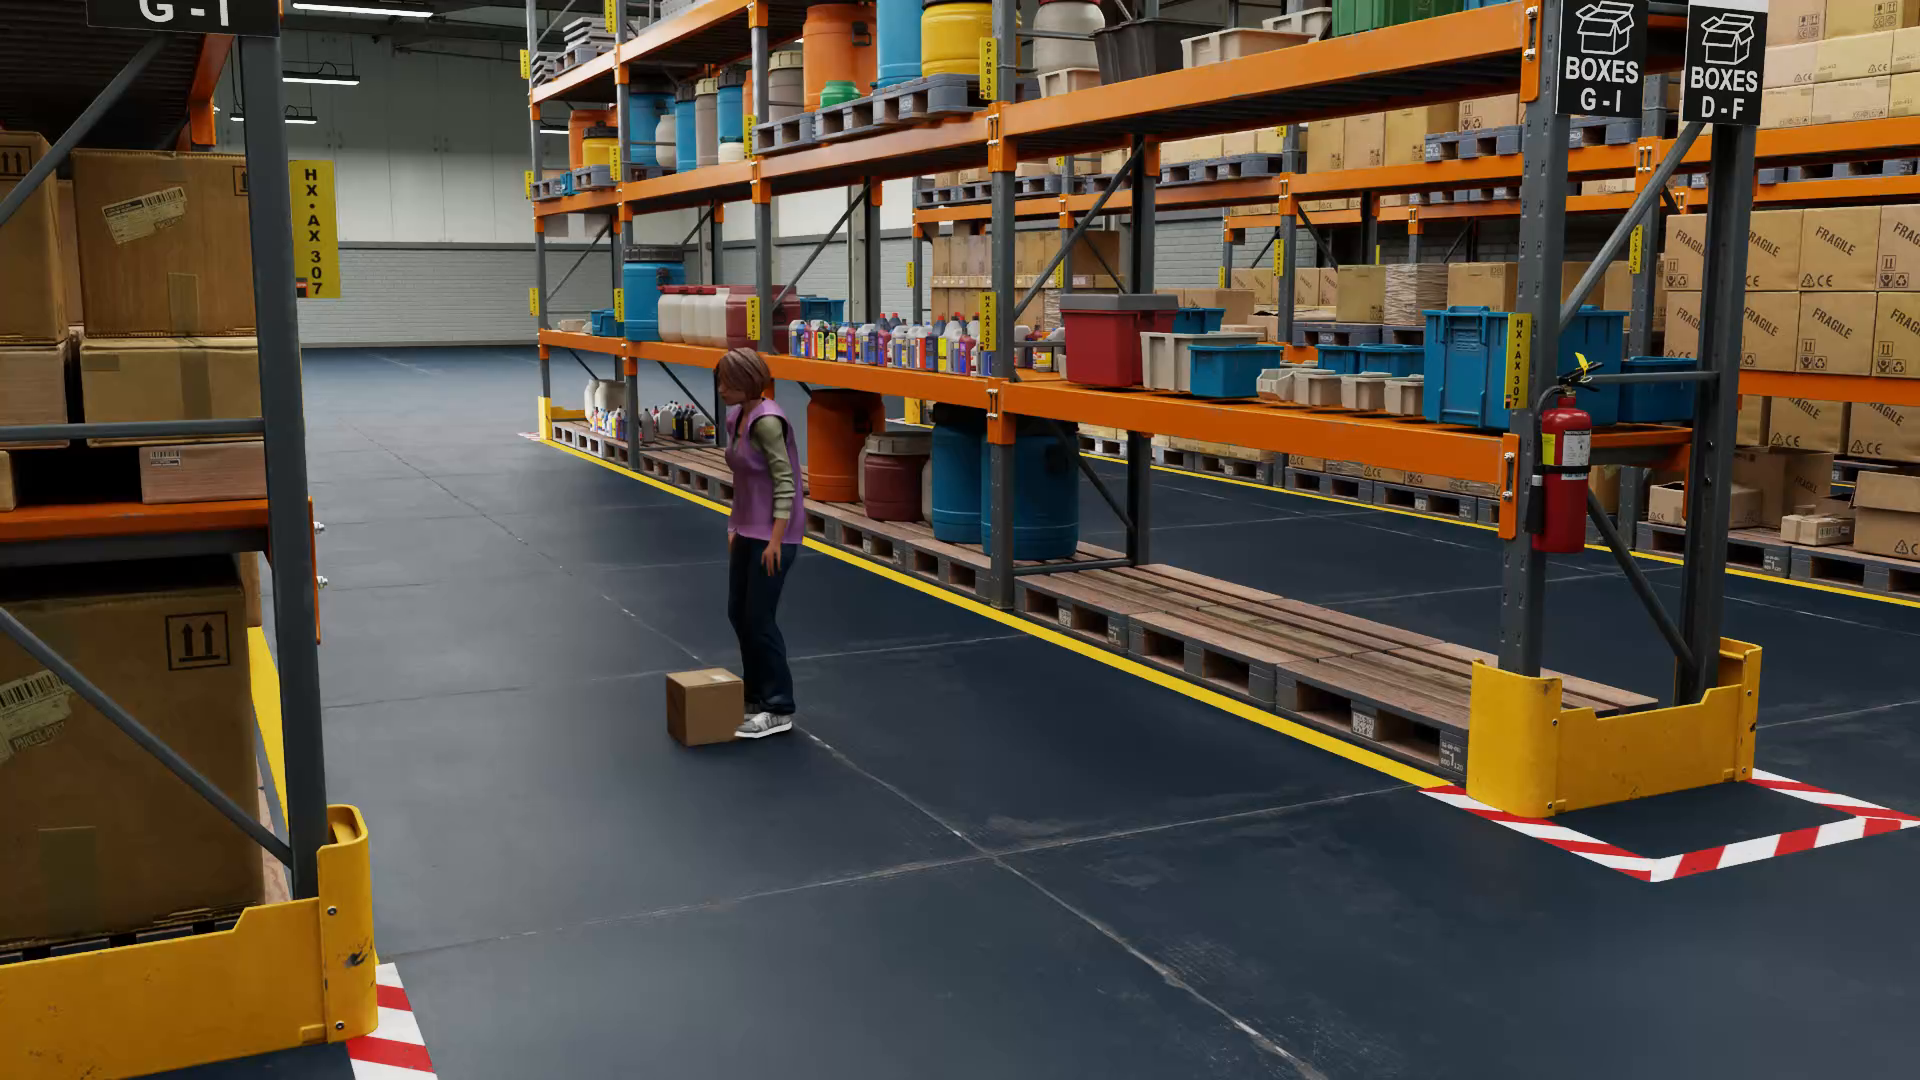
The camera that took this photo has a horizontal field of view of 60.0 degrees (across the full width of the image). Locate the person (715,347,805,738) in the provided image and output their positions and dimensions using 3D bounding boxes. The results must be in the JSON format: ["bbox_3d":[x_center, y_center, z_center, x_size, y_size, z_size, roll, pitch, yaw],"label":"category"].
[{"bbox_3d":[-0.832,0.011,6.861,0.348,1.580,0.470,-5,10,-28],"label":"person"}]
